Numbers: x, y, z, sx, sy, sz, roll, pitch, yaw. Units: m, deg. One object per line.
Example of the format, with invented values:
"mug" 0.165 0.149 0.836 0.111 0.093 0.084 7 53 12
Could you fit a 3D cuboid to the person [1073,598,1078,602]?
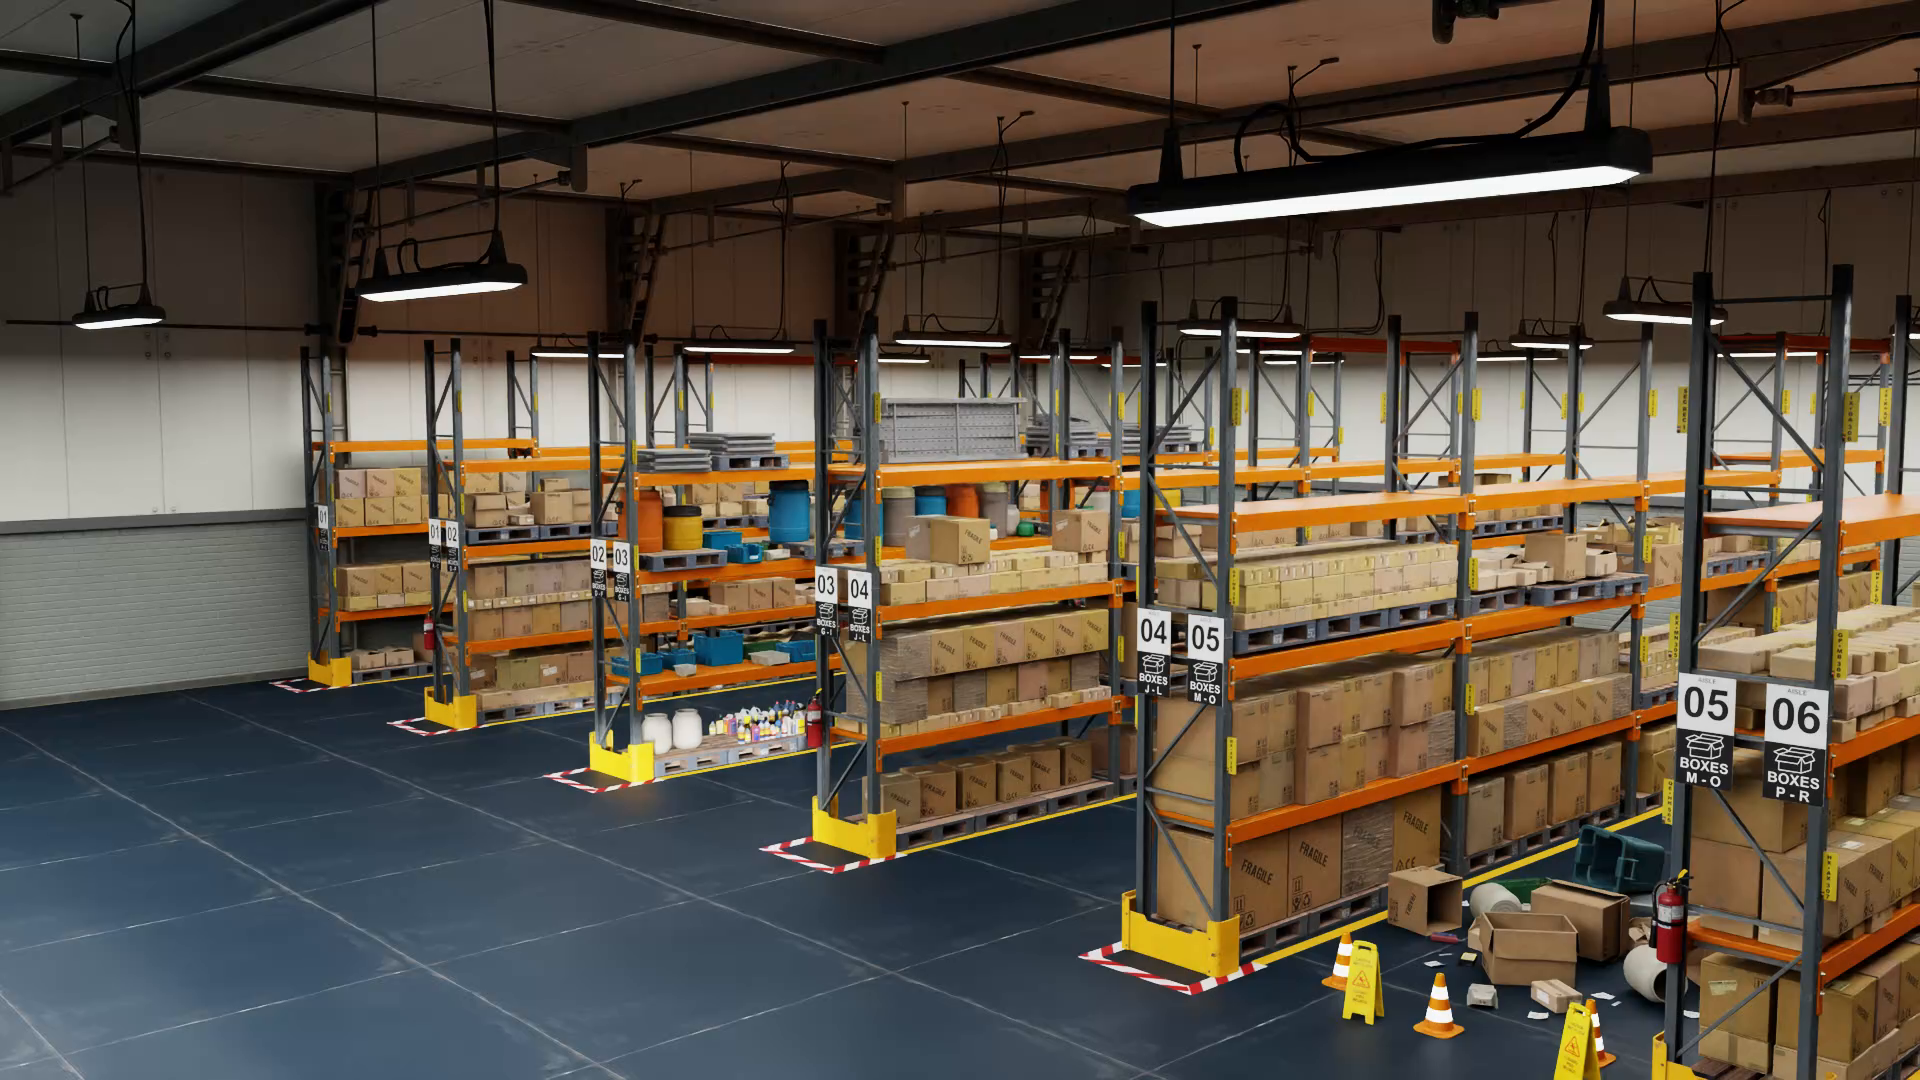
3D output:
"person" 2.719 0.794 39.482 0.481 1.763 0.605 5 7 43
